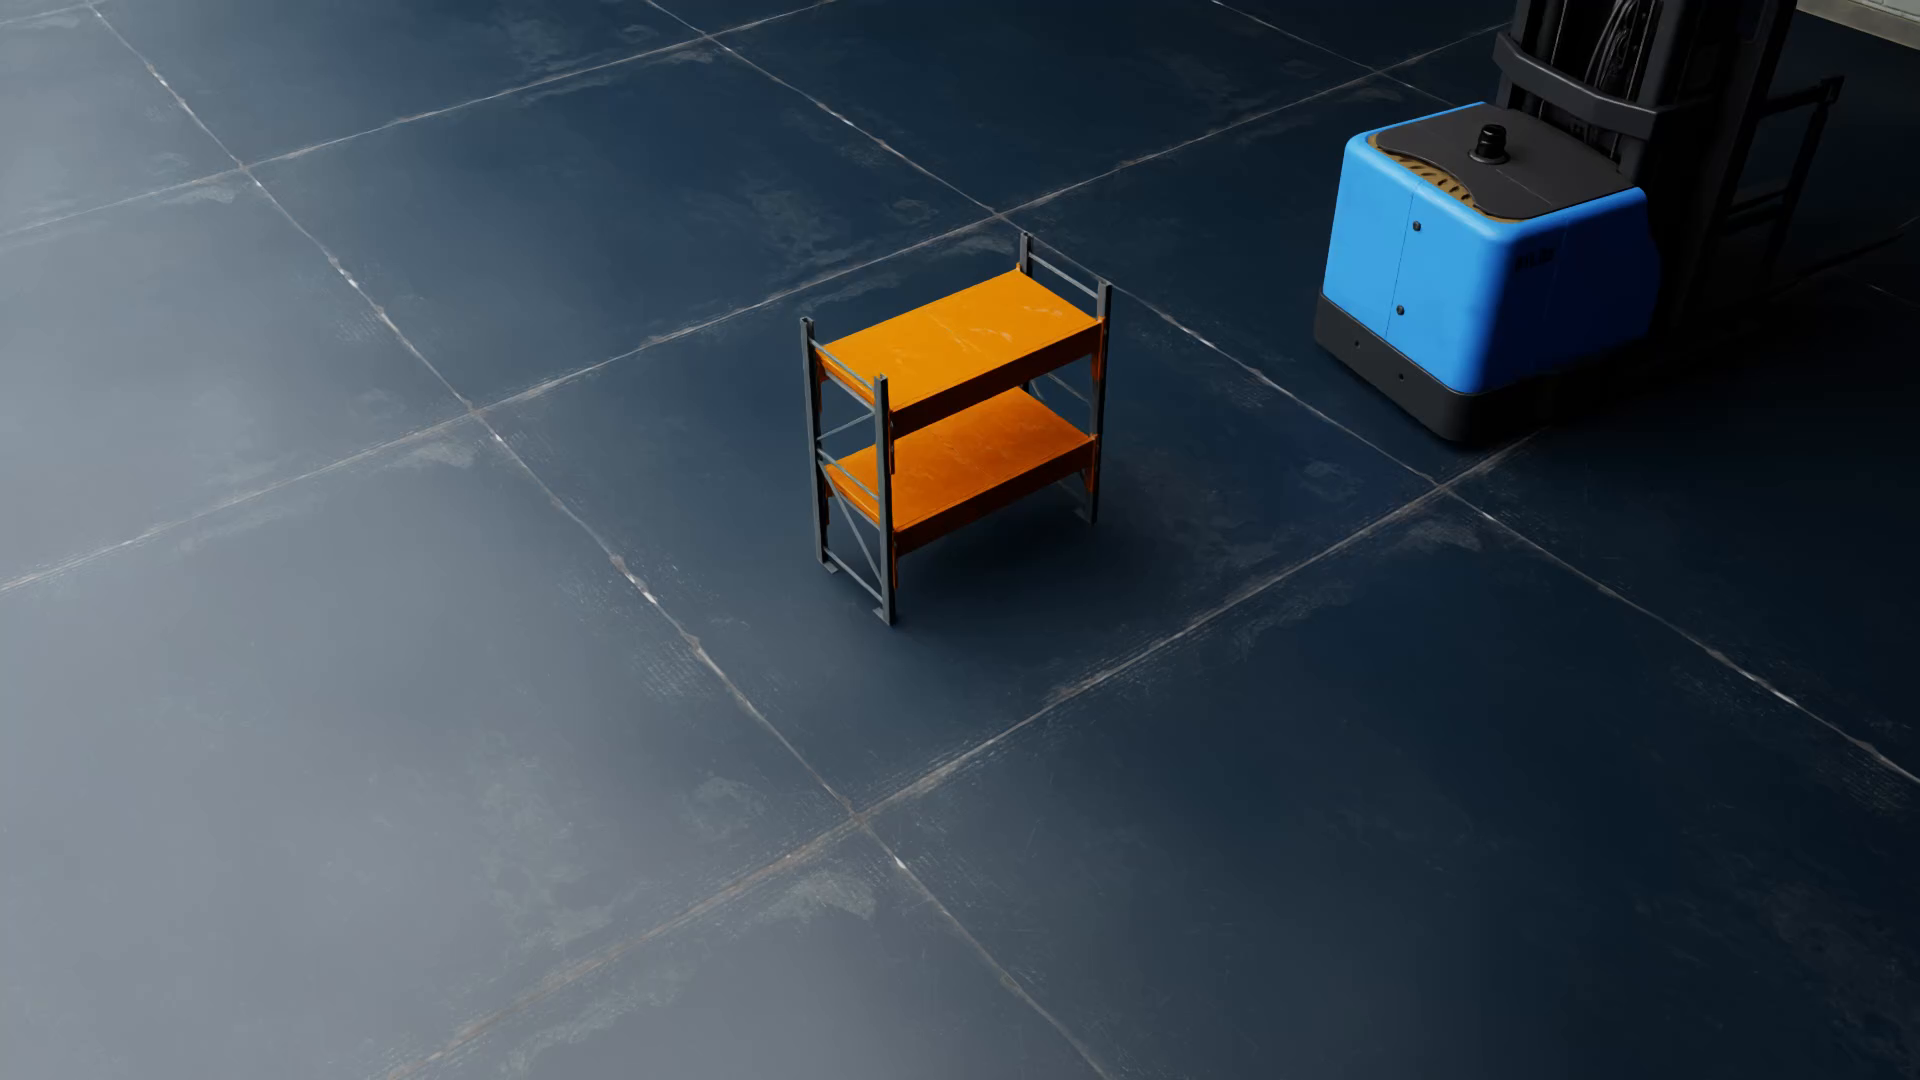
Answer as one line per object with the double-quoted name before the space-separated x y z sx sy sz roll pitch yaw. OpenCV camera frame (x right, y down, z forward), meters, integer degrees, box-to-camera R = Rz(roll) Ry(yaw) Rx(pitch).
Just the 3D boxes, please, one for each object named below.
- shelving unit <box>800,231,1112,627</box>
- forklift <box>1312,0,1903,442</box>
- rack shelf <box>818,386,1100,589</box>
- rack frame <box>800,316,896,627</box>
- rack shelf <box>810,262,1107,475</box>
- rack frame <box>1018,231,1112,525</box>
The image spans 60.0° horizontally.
"shelving unit" -0.005 -0.432 6.390 1.048 1.125 0.538 -26 46 -28
"forklift" 3.199 -2.222 7.148 3.031 2.935 1.130 -19 43 -21
"rack shelf" -0.005 -0.243 6.545 1.000 0.278 0.538 -26 46 -28
"rack frame" -0.408 -0.236 6.151 0.032 1.125 0.500 -26 46 -28
"rack shelf" -0.005 -0.659 6.204 1.000 0.278 0.538 -26 46 -28
"rack frame" 0.398 -0.629 6.630 0.032 1.125 0.500 -26 46 -28
